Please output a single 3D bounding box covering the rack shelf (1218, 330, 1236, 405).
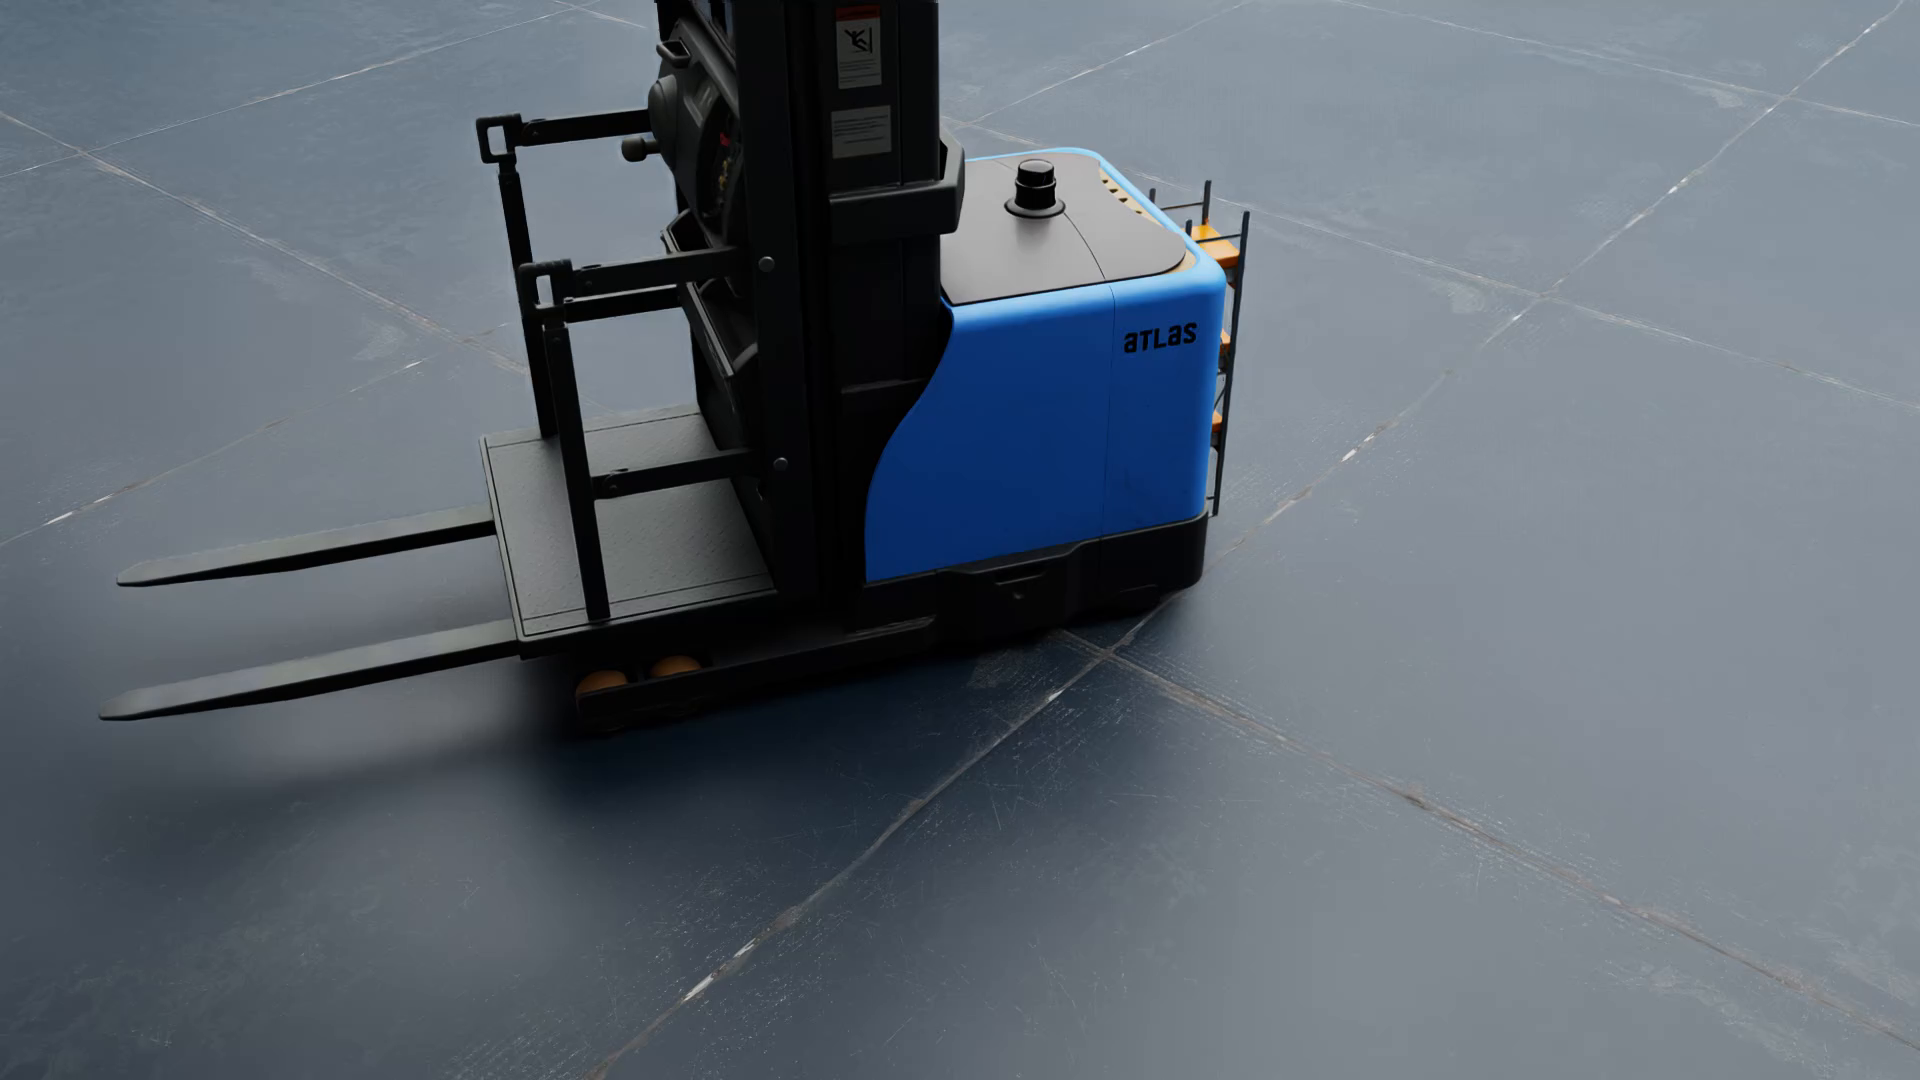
[{"bbox_3d":[0.695,-0.549,5.141,0.215,0.259,0.240,-11,36,-16],"label":"rack shelf"}]

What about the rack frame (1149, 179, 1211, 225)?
[{"bbox_3d":[0.654,-0.623,5.230,0.200,1.050,0.008,-11,36,-16],"label":"rack frame"}]

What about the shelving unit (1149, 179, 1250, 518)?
[{"bbox_3d":[0.695,-0.558,5.135,0.215,1.050,0.252,-11,36,-16],"label":"shelving unit"}]

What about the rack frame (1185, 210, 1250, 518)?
[{"bbox_3d":[0.736,-0.493,5.041,0.200,1.050,0.008,-11,36,-16],"label":"rack frame"}]

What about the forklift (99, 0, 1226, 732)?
[{"bbox_3d":[-0.847,-1.027,4.156,3.031,2.935,1.130,-11,36,-15],"label":"forklift"}]

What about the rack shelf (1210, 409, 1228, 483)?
[{"bbox_3d":[0.695,-0.320,5.299,0.215,0.259,0.240,-11,36,-16],"label":"rack shelf"}]

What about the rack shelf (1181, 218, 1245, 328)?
[{"bbox_3d":[0.695,-0.783,4.981,0.215,0.259,0.240,-11,36,-16],"label":"rack shelf"}]
